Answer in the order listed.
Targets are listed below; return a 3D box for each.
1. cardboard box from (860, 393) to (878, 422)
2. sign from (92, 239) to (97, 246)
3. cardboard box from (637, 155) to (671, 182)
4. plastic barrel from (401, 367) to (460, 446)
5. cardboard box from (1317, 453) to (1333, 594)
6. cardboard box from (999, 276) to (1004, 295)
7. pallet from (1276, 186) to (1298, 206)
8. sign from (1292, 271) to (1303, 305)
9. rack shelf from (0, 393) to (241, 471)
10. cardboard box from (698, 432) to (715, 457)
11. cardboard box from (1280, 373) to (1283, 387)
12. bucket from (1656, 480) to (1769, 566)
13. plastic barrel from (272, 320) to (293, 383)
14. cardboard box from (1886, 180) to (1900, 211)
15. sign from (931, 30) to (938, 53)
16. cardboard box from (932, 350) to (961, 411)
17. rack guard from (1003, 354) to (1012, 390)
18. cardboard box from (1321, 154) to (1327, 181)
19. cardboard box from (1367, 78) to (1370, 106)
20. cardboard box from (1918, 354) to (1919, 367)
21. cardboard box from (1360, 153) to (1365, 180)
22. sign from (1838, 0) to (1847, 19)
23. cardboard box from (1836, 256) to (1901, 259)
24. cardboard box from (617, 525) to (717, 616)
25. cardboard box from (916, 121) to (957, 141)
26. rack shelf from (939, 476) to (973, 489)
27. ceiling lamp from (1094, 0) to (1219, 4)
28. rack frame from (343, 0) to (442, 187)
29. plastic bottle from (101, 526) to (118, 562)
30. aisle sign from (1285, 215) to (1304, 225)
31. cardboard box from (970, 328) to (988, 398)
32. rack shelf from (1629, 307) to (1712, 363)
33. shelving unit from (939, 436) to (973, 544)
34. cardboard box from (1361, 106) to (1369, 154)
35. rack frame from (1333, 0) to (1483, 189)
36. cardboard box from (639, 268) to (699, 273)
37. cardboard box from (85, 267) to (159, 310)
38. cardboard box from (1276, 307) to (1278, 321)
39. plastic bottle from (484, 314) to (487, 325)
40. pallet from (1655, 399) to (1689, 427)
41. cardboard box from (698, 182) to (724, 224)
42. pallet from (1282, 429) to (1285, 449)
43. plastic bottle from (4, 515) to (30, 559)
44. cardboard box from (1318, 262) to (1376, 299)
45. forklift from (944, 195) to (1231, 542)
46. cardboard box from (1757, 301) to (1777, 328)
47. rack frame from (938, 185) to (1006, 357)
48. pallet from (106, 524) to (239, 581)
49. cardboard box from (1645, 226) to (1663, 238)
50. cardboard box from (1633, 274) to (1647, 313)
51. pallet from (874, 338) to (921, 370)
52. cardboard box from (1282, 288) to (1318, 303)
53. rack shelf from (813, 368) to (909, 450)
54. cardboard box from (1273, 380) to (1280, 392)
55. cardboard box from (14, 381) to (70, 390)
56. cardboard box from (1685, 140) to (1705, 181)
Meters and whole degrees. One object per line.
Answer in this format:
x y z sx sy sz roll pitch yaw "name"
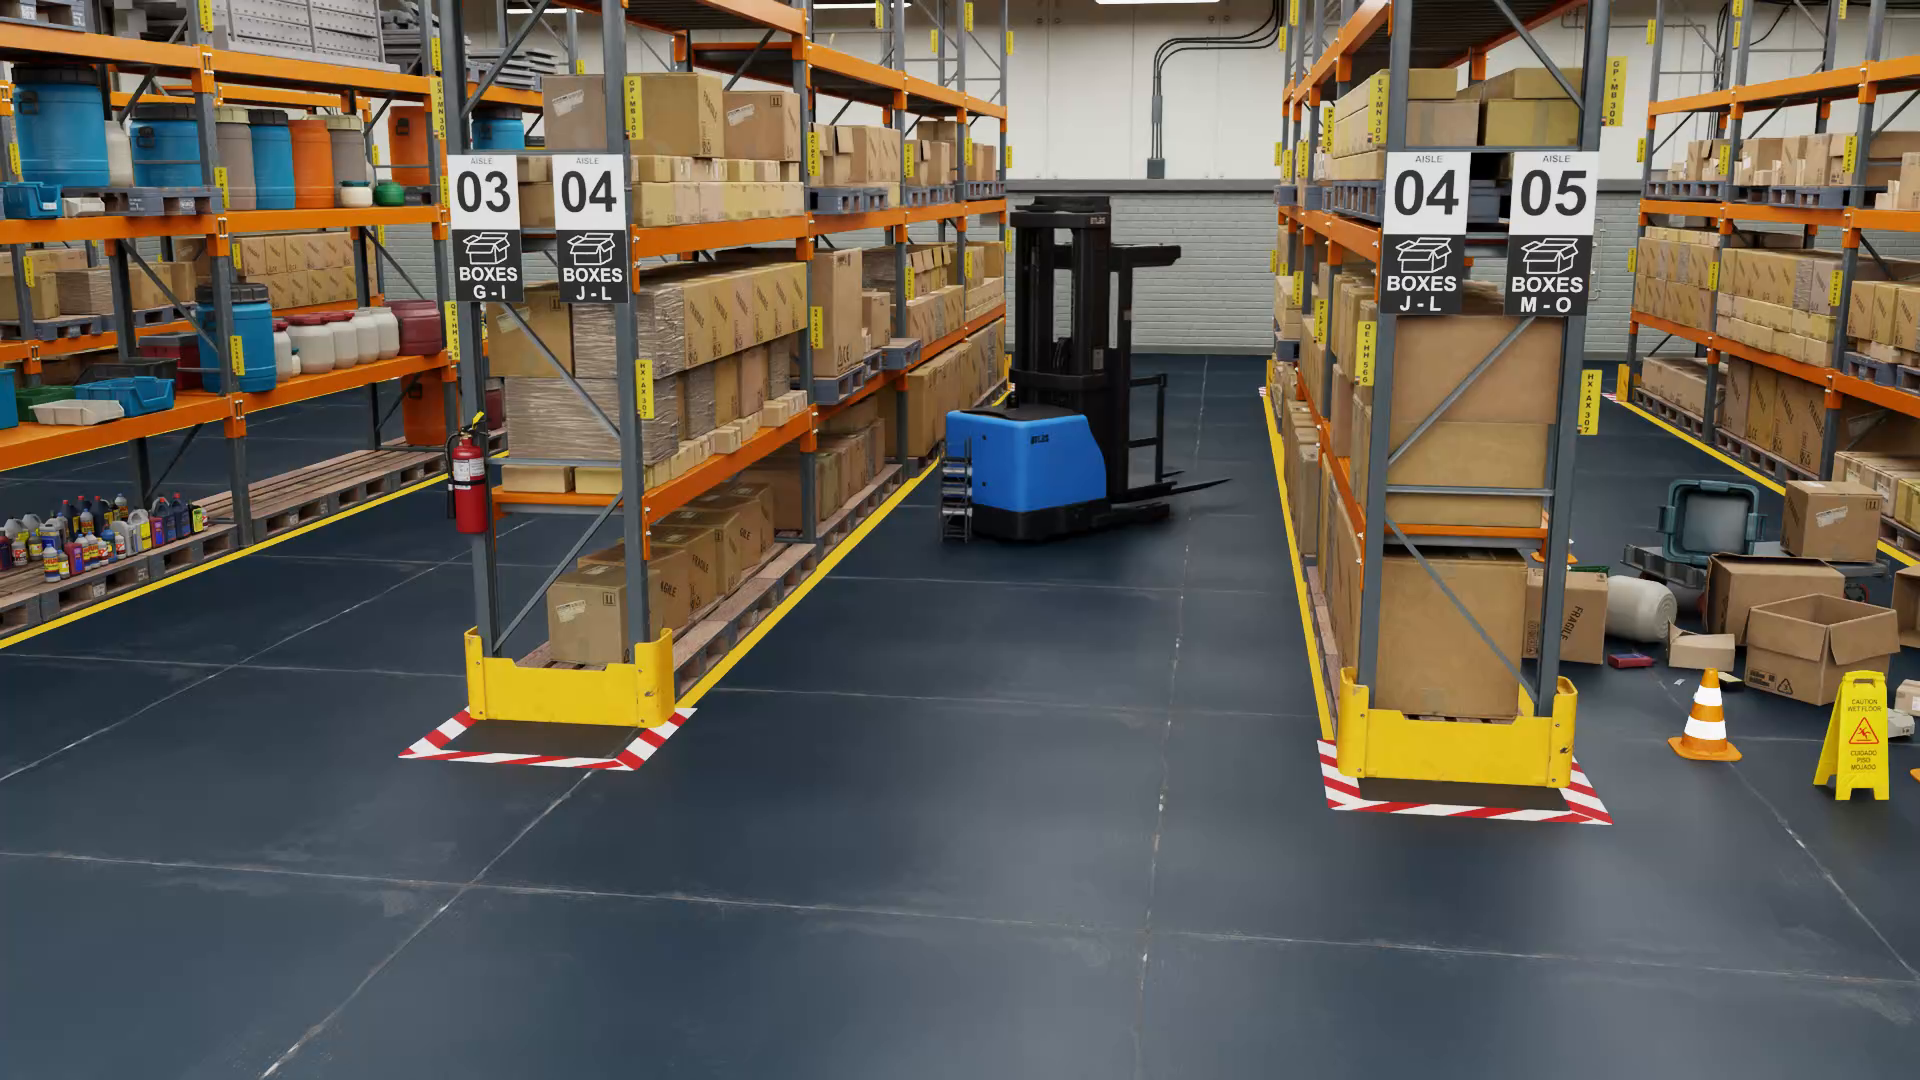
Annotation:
-1.125 -1.313 16.576 0.500 0.250 0.500 2 12 11 "cardboard box"
-13.970 -4.902 26.809 0.100 0.325 0.005 2 12 9 "sign"
-1.875 -2.117 9.487 0.380 0.149 0.250 2 12 10 "cardboard box"
-5.887 -1.501 18.494 0.600 0.830 0.708 2 12 9 "plastic barrel"
3.053 -0.118 11.965 0.875 0.875 0.875 2 12 10 "cardboard box"
0.367 -3.722 24.294 0.500 0.250 0.500 2 12 8 "cardboard box"
4.093 -3.778 18.231 1.213 0.211 1.003 2 12 9 "pallet"
3.296 -2.455 16.205 0.100 0.325 0.005 2 12 9 "sign"
-6.868 -0.654 12.115 1.077 0.370 4.000 2 12 9 "rack shelf"
-1.817 -0.618 10.837 0.380 0.149 0.250 2 12 9 "cardboard box"
4.278 -2.036 21.181 0.380 0.149 0.250 2 12 8 "cardboard box"
5.476 -0.119 12.089 0.726 0.611 0.620 7 4 28 "bucket"
-6.197 -1.680 14.847 0.433 0.535 0.433 0 12 0 "plastic barrel"
8.485 -3.060 14.773 0.396 0.266 0.258 2 12 9 "cardboard box"
-0.368 -7.245 24.159 0.100 0.325 0.005 2 12 9 "sign"
-0.651 -1.773 19.649 1.225 0.875 0.875 1 12 7 "cardboard box"
0.183 -2.542 25.104 1.175 0.500 0.348 2 12 9 "rack guard"
3.271 -3.128 13.747 0.500 0.311 0.500 1 12 7 "cardboard box"
2.399 -2.421 8.956 0.380 0.149 0.250 2 12 10 "cardboard box"
8.315 -1.511 13.985 0.380 0.149 0.250 2 12 11 "cardboard box"
2.438 -2.083 9.282 0.380 0.149 0.250 2 12 9 "cardboard box"
9.894 -6.018 18.655 0.100 0.325 0.005 2 12 9 "sign"
9.220 -2.616 16.902 0.500 0.500 0.500 2 12 10 "cardboard box"
-1.996 0.203 11.366 0.500 0.500 0.500 3 13 14 "cardboard box"
-0.285 -5.258 21.401 0.500 0.250 0.500 1 12 5 "cardboard box"
-0.037 -0.492 14.369 0.258 0.077 0.200 2 12 12 "rack shelf"
3.097 -10.022 25.782 2.000 3.185 0.800 2 12 9 "ceiling lamp"
-5.945 -5.187 17.202 1.000 3.000 0.127 2 12 9 "rack frame"
-6.490 0.028 12.676 0.097 0.271 0.097 0 12 0 "plastic bottle"
4.779 -4.873 23.816 0.394 0.787 0.004 2 12 9 "aisle sign"
-0.117 -2.415 22.628 0.875 0.875 0.875 2 12 9 "cardboard box"
9.663 -2.670 21.471 1.077 0.370 4.000 2 12 9 "rack shelf"
-0.037 -0.436 14.381 0.258 0.900 0.210 2 12 12 "shelving unit"
2.481 -2.255 9.130 0.500 0.250 0.500 2 12 9 "cardboard box"
3.219 -4.012 11.751 1.000 3.000 0.127 2 12 9 "rack frame"
-2.140 -1.651 11.716 0.500 0.500 0.500 2 12 9 "cardboard box"
-10.435 -3.133 20.676 0.700 0.500 0.500 -1 12 -6 "cardboard box"
3.777 -2.545 18.783 0.380 0.149 0.250 1 12 6 "cardboard box"
-5.387 -2.448 19.008 0.061 0.283 0.133 2 12 9 "plastic bottle"
9.735 -1.653 21.662 1.003 0.211 1.213 2 12 9 "pallet"
-1.799 -2.124 10.466 0.500 0.250 0.500 2 12 8 "cardboard box"
4.331 -1.220 19.652 1.003 0.211 1.213 2 12 9 "pallet"
-7.218 -0.021 12.713 0.144 0.351 0.185 2 12 11 "plastic bottle"
3.755 -2.357 15.698 0.700 0.500 0.500 2 12 8 "cardboard box"
1.294 -1.649 15.189 3.031 2.935 1.130 -11 16 -41 "forklift"
8.777 -2.375 17.564 0.500 0.250 0.500 2 12 7 "cardboard box"
0.179 -3.759 24.817 1.000 3.000 0.127 2 12 9 "rack frame"
-6.705 0.080 13.622 1.003 0.211 1.213 2 12 9 "pallet"
9.643 -4.228 22.842 0.380 0.149 0.250 2 12 10 "cardboard box"
9.614 -3.396 22.896 0.500 0.500 0.500 2 12 8 "cardboard box"
-1.056 -1.848 16.405 1.213 0.211 1.003 2 12 9 "pallet"
3.575 -2.565 17.462 0.380 0.149 0.250 2 12 10 "cardboard box"
-1.359 -1.326 15.234 1.077 0.370 4.000 2 12 9 "rack shelf"
4.529 -2.132 23.035 0.380 0.149 0.250 2 12 9 "cardboard box"
-10.927 -1.611 19.738 0.500 0.500 0.500 2 12 11 "cardboard box"
9.513 -4.793 21.021 0.500 0.500 0.500 2 12 10 "cardboard box"
